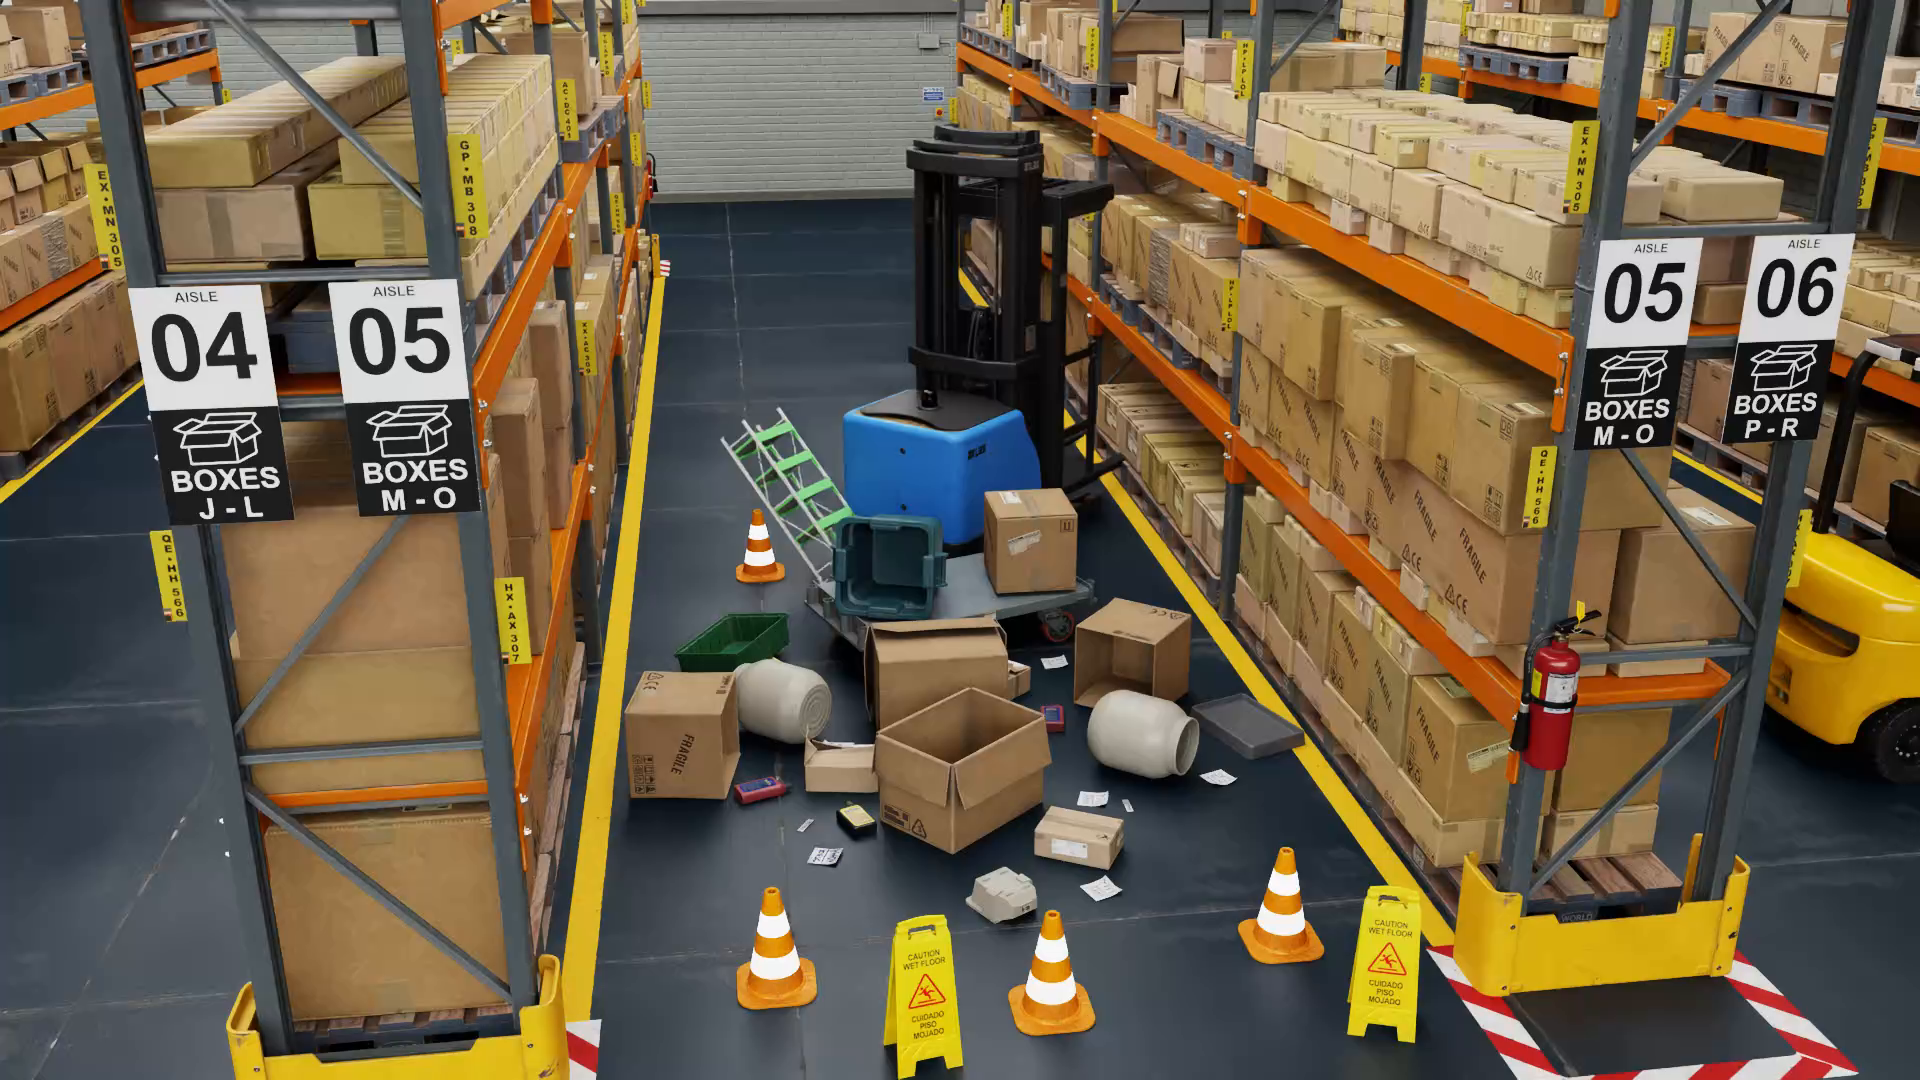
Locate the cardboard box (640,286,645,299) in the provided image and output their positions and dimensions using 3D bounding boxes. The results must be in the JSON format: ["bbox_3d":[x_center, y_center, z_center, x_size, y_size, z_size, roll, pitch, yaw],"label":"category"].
[{"bbox_3d":[-3.806,-2.853,19.041,0.380,0.149,0.250,-3,21,-9],"label":"cardboard box"}]

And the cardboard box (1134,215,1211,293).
[{"bbox_3d":[1.618,-2.153,12.527,0.500,0.500,0.500,-3,21,-7],"label":"cardboard box"}]

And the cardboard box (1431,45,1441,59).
[{"bbox_3d":[5.545,-5.514,18.763,0.380,0.149,0.250,-2,21,-6],"label":"cardboard box"}]

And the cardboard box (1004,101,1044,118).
[{"bbox_3d":[0.681,-4.596,17.736,0.380,0.149,0.250,-3,21,-9],"label":"cardboard box"}]

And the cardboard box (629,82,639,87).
[{"bbox_3d":[-4.035,-5.120,19.641,0.500,0.500,0.500,-4,21,-10],"label":"cardboard box"}]

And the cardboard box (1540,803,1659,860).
[{"bbox_3d":[2.927,1.266,7.868,0.500,0.250,0.500,-3,21,-8],"label":"cardboard box"}]

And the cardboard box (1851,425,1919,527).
[{"bbox_3d":[7.018,-0.433,11.881,0.875,0.625,0.625,-2,21,-5],"label":"cardboard box"}]

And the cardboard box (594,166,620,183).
[{"bbox_3d":[-3.593,-3.631,16.558,0.380,0.149,0.250,-2,21,-5],"label":"cardboard box"}]

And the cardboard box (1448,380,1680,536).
[{"bbox_3d":[2.480,-0.352,6.875,0.700,0.500,0.500,-3,21,-9],"label":"cardboard box"}]

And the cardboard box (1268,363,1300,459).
[{"bbox_3d":[2.076,-0.764,9.406,0.500,0.500,0.500,-3,21,-8],"label":"cardboard box"}]

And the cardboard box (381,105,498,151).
[{"bbox_3d":[-1.955,-1.546,6.258,0.380,0.149,0.250,-3,21,-7],"label":"cardboard box"}]

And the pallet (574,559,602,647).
[{"bbox_3d":[-2.876,0.411,10.814,1.003,0.211,1.213,-3,21,-8],"label":"pallet"}]

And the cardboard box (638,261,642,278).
[{"bbox_3d":[-3.771,-3.036,18.683,0.380,0.149,0.250,-2,21,-7],"label":"cardboard box"}]

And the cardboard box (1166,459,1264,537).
[{"bbox_3d":[2.008,-0.313,11.922,0.950,0.372,0.625,-2,21,-4],"label":"cardboard box"}]

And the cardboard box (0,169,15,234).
[{"bbox_3d":[-8.371,-2.798,13.845,0.797,0.503,0.637,-2,21,-6],"label":"cardboard box"}]

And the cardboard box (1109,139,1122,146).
[{"bbox_3d":[1.578,-3.526,15.798,0.500,0.500,0.500,-3,21,-7],"label":"cardboard box"}]

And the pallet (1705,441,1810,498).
[{"bbox_3d":[6.780,-0.539,13.356,1.003,0.211,1.213,-3,21,-8],"label":"pallet"}]

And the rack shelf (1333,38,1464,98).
[{"bbox_3d":[5.663,-5.699,19.928,1.077,0.370,4.000,-3,21,-8],"label":"rack shelf"}]

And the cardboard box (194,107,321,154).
[{"bbox_3d":[-2.609,-1.516,6.177,0.380,0.149,0.250,-3,21,-7],"label":"cardboard box"}]

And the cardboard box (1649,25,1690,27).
[{"bbox_3d":[6.592,-4.708,15.467,0.380,0.149,0.250,-3,21,-8],"label":"cardboard box"}]

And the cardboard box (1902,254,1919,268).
[{"bbox_3d":[7.176,-2.008,12.237,0.380,0.149,0.250,-3,21,-8],"label":"cardboard box"}]

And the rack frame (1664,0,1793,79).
[{"bbox_3d":[6.528,-5.364,13.716,1.000,3.000,0.127,-3,21,-8],"label":"rack frame"}]

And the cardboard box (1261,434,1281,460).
[{"bbox_3d":[2.009,-0.589,9.865,0.380,0.149,0.250,-2,21,-6],"label":"cardboard box"}]

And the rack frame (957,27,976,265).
[{"bbox_3d":[0.463,-5.071,21.508,1.000,3.000,0.127,-3,21,-8],"label":"rack frame"}]

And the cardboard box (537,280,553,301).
[{"bbox_3d":[-2.671,-1.079,9.059,0.875,0.550,0.550,-3,21,-8],"label":"cardboard box"}]

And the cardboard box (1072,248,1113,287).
[{"bbox_3d":[1.287,-2.393,14.551,0.500,0.250,0.500,-4,21,-10],"label":"cardboard box"}]

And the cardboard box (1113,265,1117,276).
[{"bbox_3d":[1.479,-2.259,13.736,0.380,0.149,0.250,-4,21,-11],"label":"cardboard box"}]

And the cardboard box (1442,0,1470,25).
[{"bbox_3d":[5.640,-5.809,18.271,0.500,0.250,0.500,-3,21,-8],"label":"cardboard box"}]

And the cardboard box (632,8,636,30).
[{"bbox_3d":[-4.027,-6.032,19.293,0.500,0.250,0.500,-3,21,-9],"label":"cardboard box"}]

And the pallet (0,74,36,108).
[{"bbox_3d":[-8.499,-3.726,13.887,1.003,0.211,1.213,-2,21,-5],"label":"pallet"}]

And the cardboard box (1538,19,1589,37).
[{"bbox_3d":[5.840,-4.953,16.094,0.380,0.149,0.250,-3,21,-7],"label":"cardboard box"}]

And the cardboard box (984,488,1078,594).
[{"bbox_3d":[0.436,0.000,10.420,0.500,0.500,0.500,-3,21,-8],"label":"cardboard box"}]

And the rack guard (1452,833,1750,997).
[{"bbox_3d":[2.759,1.613,7.183,1.175,0.500,0.348,-3,21,-8],"label":"rack guard"}]

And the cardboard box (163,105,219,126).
[{"bbox_3d":[-9.013,-4.837,19.596,0.500,0.500,0.500,-3,21,-7],"label":"cardboard box"}]

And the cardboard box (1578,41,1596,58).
[{"bbox_3d":[6.079,-4.632,15.689,0.380,0.149,0.250,-2,21,-6],"label":"cardboard box"}]

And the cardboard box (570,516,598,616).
[{"bbox_3d":[-2.869,0.015,10.505,1.050,0.750,0.750,-3,21,-8],"label":"cardboard box"}]

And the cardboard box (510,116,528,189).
[{"bbox_3d":[-2.149,-1.669,7.157,0.500,0.250,0.500,-3,21,-8],"label":"cardboard box"}]

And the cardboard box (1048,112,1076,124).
[{"bbox_3d":[1.211,-4.379,18.081,0.500,0.500,0.500,-3,21,-7],"label":"cardboard box"}]

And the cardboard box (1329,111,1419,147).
[{"bbox_3d":[2.108,-2.096,8.474,0.380,0.149,0.250,-4,21,-10],"label":"cardboard box"}]

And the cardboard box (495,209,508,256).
[{"bbox_3d":[-1.956,-1.176,6.406,0.380,0.149,0.250,-3,21,-7],"label":"cardboard box"}]

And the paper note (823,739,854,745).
[{"bbox_3d":[-0.684,1.140,9.130,0.172,0.023,0.155,4,21,11],"label":"paper note"}]

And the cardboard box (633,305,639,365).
[{"bbox_3d":[-3.414,-2.006,16.274,0.500,0.500,0.500,-3,21,-9],"label":"cardboard box"}]

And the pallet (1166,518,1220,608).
[{"bbox_3d":[2.079,0.120,11.593,1.003,0.211,1.213,-3,21,-8],"label":"pallet"}]

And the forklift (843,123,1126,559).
[{"bbox_3d":[0.422,-1.576,12.247,1.130,2.935,3.031,14,24,32],"label":"forklift"}]

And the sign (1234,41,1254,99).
[{"bbox_3d":[1.644,-2.719,9.621,0.100,0.325,0.005,-3,21,-8],"label":"sign"}]

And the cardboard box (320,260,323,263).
[{"bbox_3d":[-2.606,-1.140,6.310,0.380,0.149,0.250,-3,21,-7],"label":"cardboard box"}]

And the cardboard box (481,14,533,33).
[{"bbox_3d":[-3.671,-4.131,13.466,0.396,0.266,0.258,-3,21,-8],"label":"cardboard box"}]

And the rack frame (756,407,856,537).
[{"bbox_3d":[-1.005,-0.373,11.653,0.240,1.200,0.015,-36,-2,27],"label":"rack frame"}]

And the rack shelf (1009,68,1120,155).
[{"bbox_3d":[1.328,-4.062,15.547,1.077,0.370,4.000,-3,21,-8],"label":"rack shelf"}]

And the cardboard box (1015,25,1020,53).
[{"bbox_3d":[0.766,-5.035,16.714,0.396,0.266,0.258,-3,21,-8],"label":"cardboard box"}]

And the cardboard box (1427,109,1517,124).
[{"bbox_3d":[2.620,-2.119,8.535,0.380,0.149,0.250,-3,21,-9],"label":"cardboard box"}]

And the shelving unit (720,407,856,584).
[{"bbox_3d":[-1.099,-0.313,11.436,0.258,1.200,0.503,-36,-2,27],"label":"shelving unit"}]

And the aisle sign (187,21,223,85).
[{"bbox_3d":[-9.057,-5.830,19.822,0.394,0.787,0.004,-3,21,-8],"label":"aisle sign"}]

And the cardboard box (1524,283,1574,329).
[{"bbox_3d":[2.442,-0.929,6.488,0.380,0.149,0.250,-3,21,-8],"label":"cardboard box"}]

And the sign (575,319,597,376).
[{"bbox_3d":[-2.142,-1.103,9.532,0.100,0.325,0.005,-3,21,-8],"label":"sign"}]
